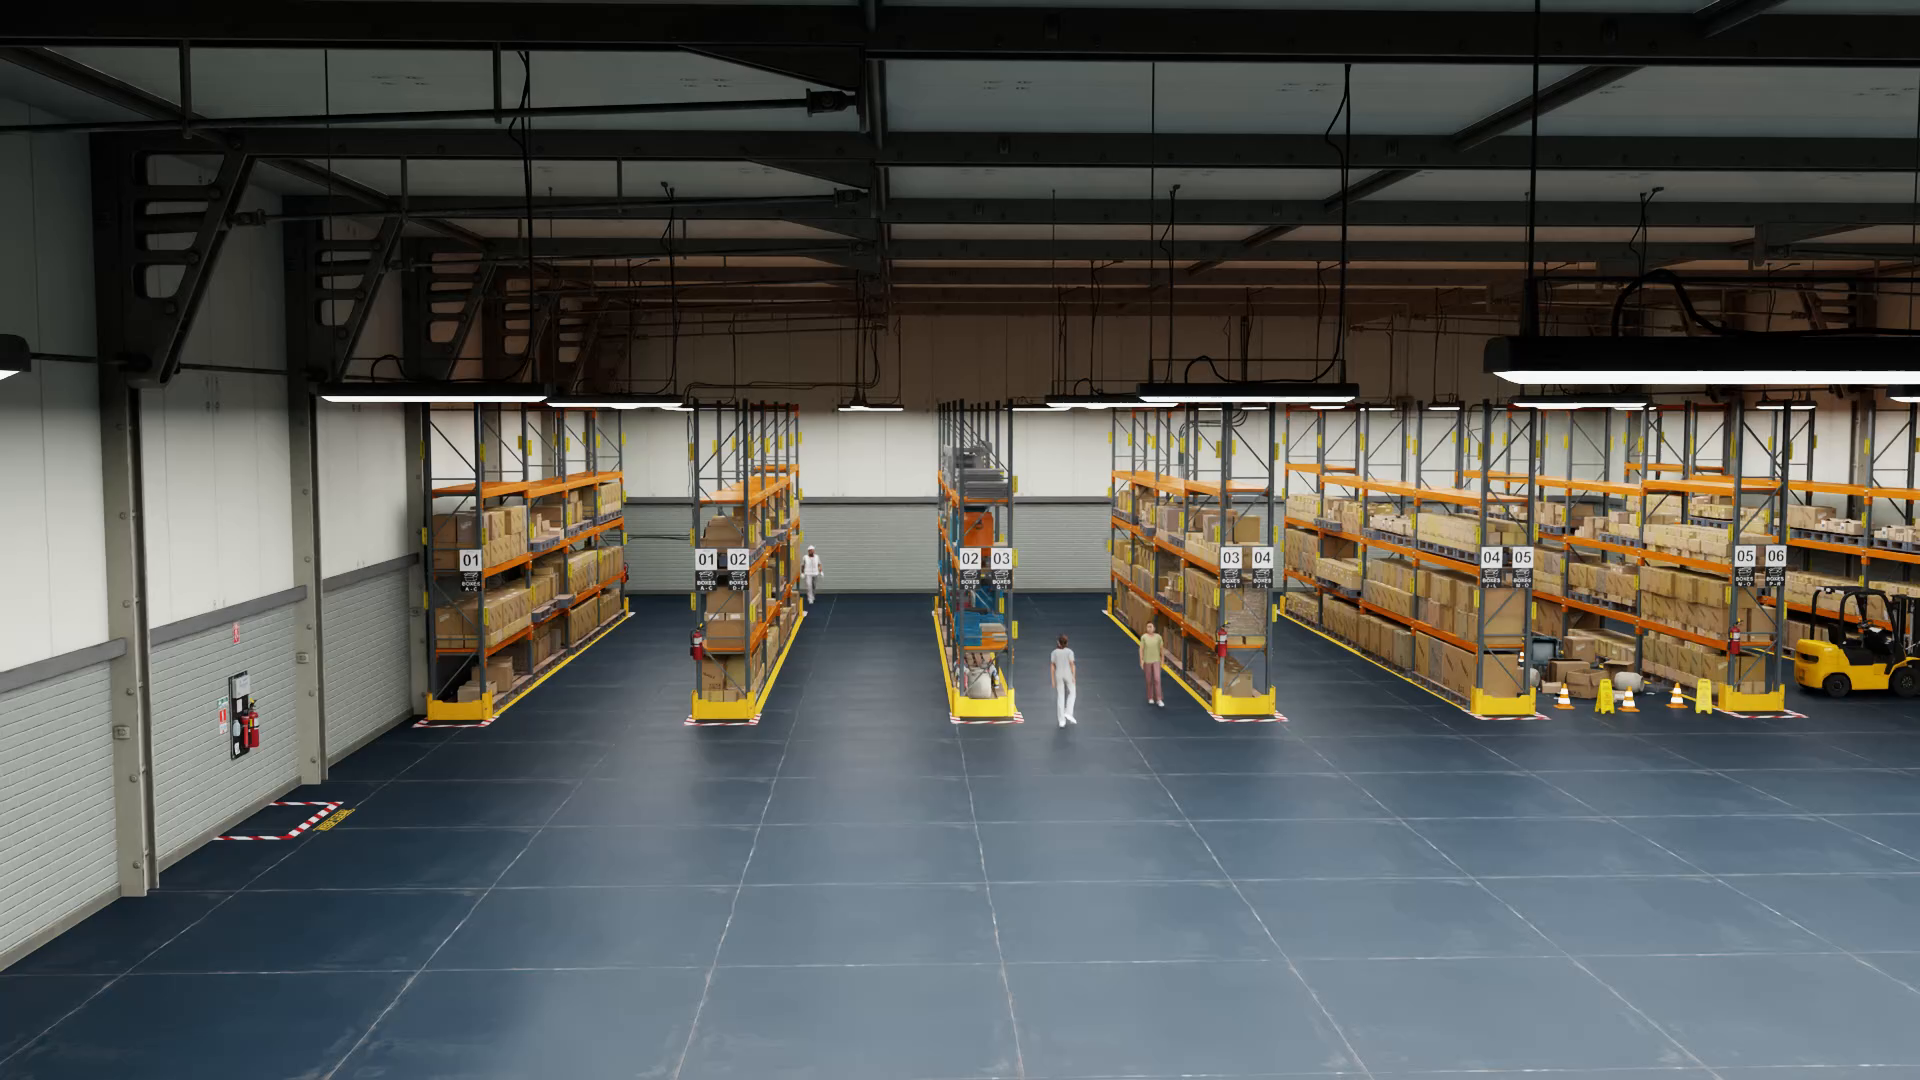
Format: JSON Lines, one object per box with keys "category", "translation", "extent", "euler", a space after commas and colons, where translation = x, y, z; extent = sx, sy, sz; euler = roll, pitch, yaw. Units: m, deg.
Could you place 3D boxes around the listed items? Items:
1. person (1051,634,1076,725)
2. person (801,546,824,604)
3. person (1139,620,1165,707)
{"category": "person", "translation": [1.895, 2.562, 30.558], "extent": [0.478, 1.657, 0.516], "euler": [1, 4, 12]}
{"category": "person", "translation": [-4.449, 1.039, 50.088], "extent": [0.615, 1.738, 1.087], "euler": [-1, 5, -17]}
{"category": "person", "translation": [3.759, 2.414, 32.553], "extent": [0.506, 1.660, 0.786], "euler": [1, 4, 8]}
